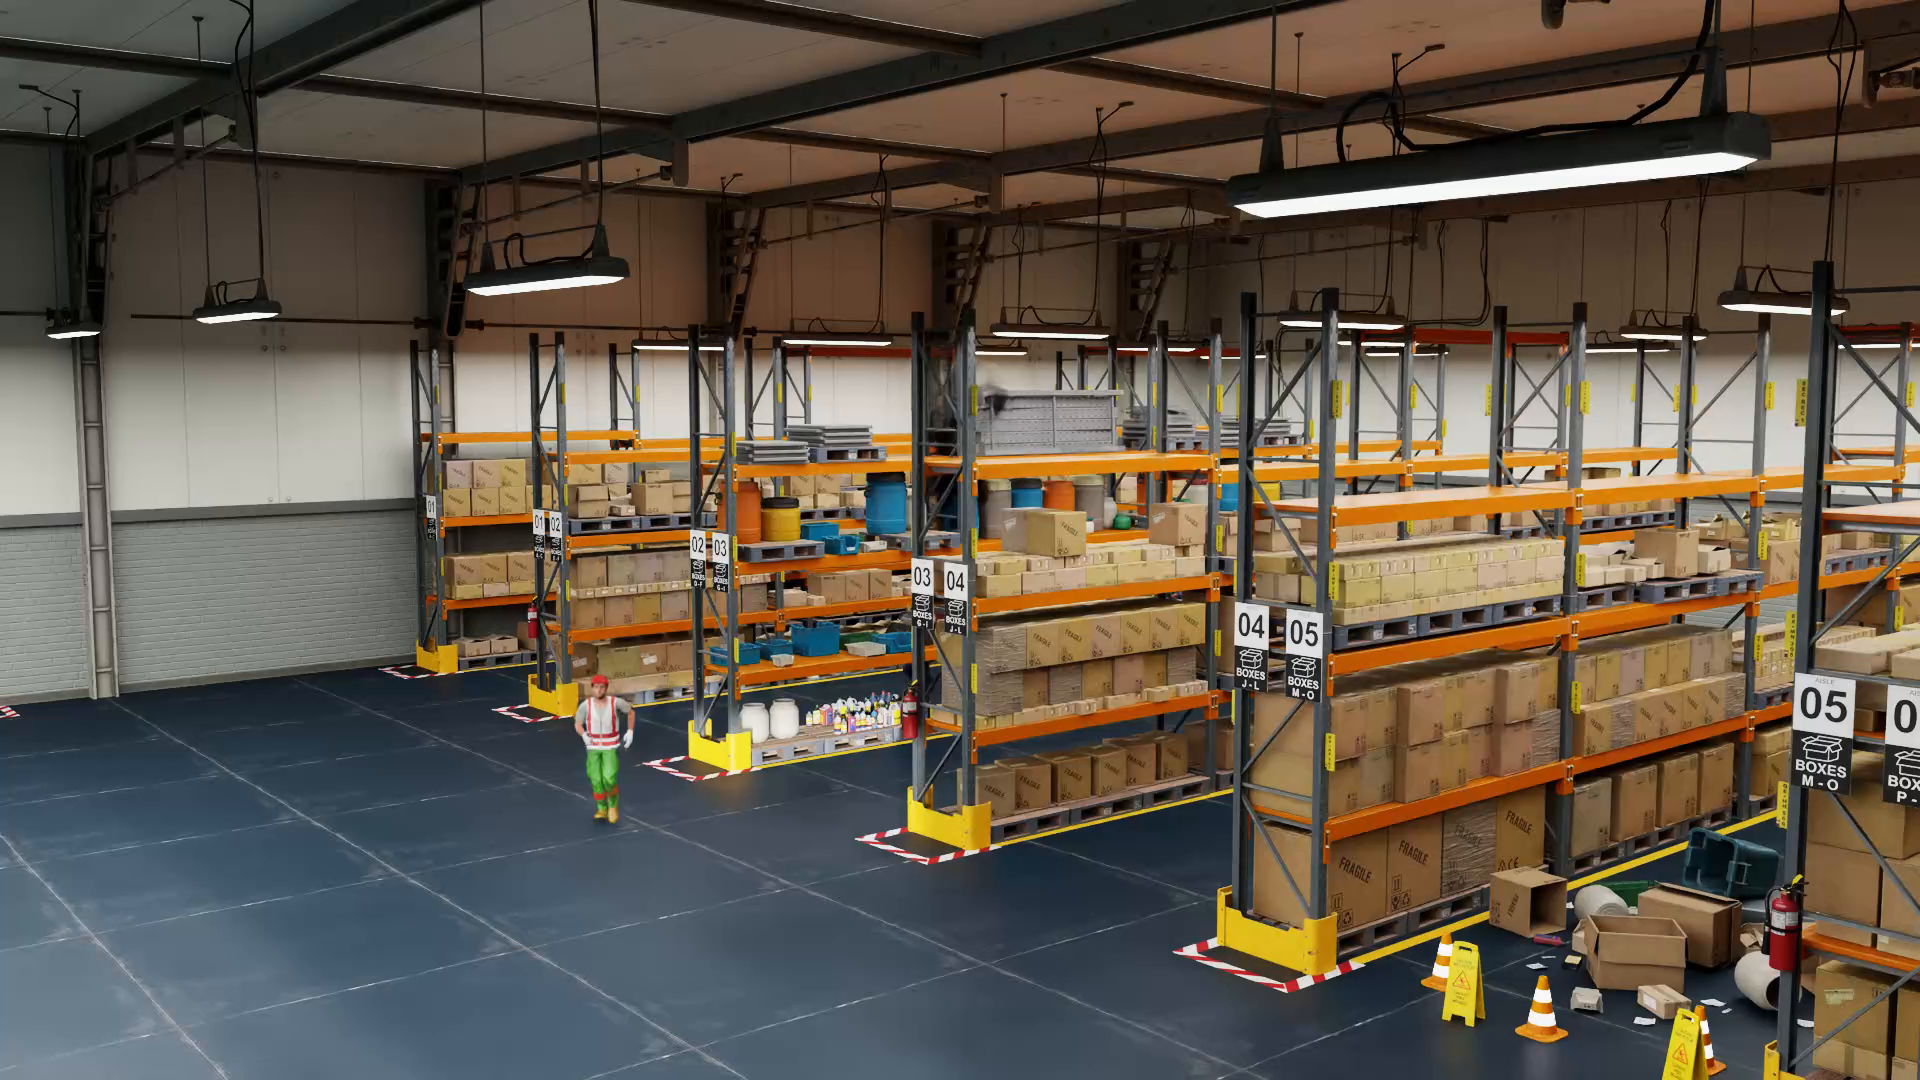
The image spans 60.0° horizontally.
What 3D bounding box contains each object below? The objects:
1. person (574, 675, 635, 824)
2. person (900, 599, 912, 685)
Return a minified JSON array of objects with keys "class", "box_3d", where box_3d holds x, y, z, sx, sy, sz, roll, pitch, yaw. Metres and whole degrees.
[{"class":"person","box_3d":[-4.198,2.475,19.598,0.686,1.785,0.673,0,5,-4]},{"class":"person","box_3d":[-0.809,1.816,27.501,0.586,1.676,0.661,5,7,41]}]
